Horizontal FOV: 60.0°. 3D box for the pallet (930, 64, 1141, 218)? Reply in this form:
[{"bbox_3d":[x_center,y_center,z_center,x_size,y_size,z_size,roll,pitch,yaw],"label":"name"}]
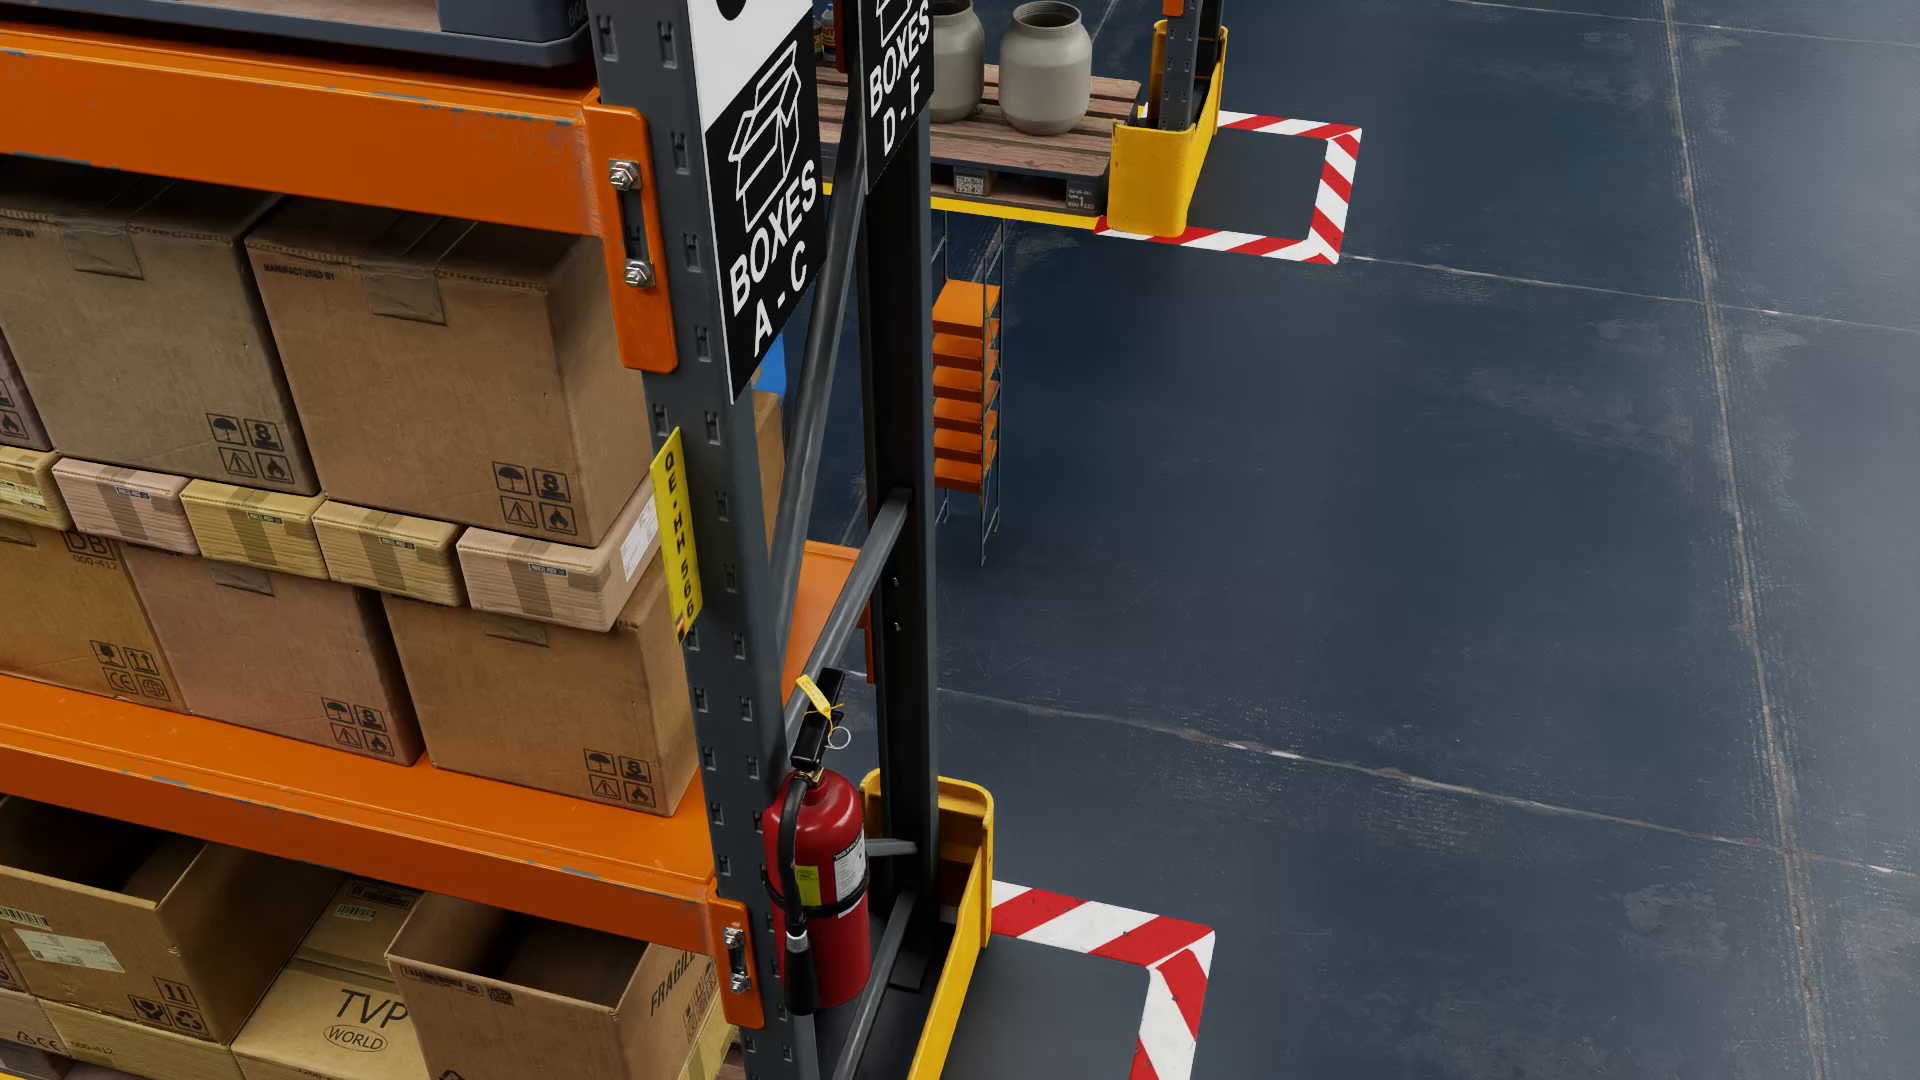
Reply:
[{"bbox_3d":[0.174,-1.934,7.889,1.213,0.211,1.003,10,41,11],"label":"pallet"}]

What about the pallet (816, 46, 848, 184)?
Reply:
[{"bbox_3d":[-1.001,-2.138,8.132,1.213,0.211,1.003,10,41,11],"label":"pallet"}]

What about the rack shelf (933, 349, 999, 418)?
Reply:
[{"bbox_3d":[0.014,-0.515,5.313,0.180,0.103,0.258,10,41,11],"label":"rack shelf"}]

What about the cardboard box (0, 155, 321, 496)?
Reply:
[{"bbox_3d":[-1.250,-0.517,2.946,0.500,0.500,0.700,9,41,10],"label":"cardboard box"}]

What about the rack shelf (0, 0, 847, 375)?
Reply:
[{"bbox_3d":[-2.173,-1.009,2.846,4.000,0.370,1.077,10,41,11],"label":"rack shelf"}]

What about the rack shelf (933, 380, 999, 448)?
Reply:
[{"bbox_3d":[0.014,-0.423,5.390,0.180,0.103,0.258,10,41,11],"label":"rack shelf"}]

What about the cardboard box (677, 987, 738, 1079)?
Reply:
[{"bbox_3d":[-0.836,1.183,3.820,0.500,0.250,0.500,10,41,11],"label":"cardboard box"}]

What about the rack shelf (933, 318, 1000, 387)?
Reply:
[{"bbox_3d":[0.014,-0.607,5.236,0.180,0.103,0.258,10,41,11],"label":"rack shelf"}]

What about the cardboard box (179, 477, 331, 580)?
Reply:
[{"bbox_3d":[-1.160,-0.120,2.979,0.250,0.149,0.380,9,41,11],"label":"cardboard box"}]

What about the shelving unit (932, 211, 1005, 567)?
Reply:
[{"bbox_3d":[0.014,-0.457,5.361,0.189,1.200,0.258,10,41,11],"label":"shelving unit"}]

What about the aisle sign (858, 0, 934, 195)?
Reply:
[{"bbox_3d":[-0.099,-0.978,2.561,0.004,0.787,0.394,10,41,11],"label":"aisle sign"}]

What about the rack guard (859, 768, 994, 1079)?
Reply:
[{"bbox_3d":[-0.218,1.158,3.983,0.348,0.500,1.175,10,41,11],"label":"rack guard"}]

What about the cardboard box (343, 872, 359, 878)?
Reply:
[{"bbox_3d":[-1.669,0.697,4.399,0.500,0.250,0.500,10,41,11],"label":"cardboard box"}]

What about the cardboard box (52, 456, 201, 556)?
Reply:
[{"bbox_3d":[-1.402,-0.163,3.030,0.250,0.149,0.380,10,41,12],"label":"cardboard box"}]

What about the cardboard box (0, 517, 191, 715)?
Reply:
[{"bbox_3d":[-1.676,-0.098,3.456,0.500,0.500,0.700,10,41,12],"label":"cardboard box"}]

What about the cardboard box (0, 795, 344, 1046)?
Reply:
[{"bbox_3d":[-1.806,0.740,3.765,0.500,0.500,0.500,10,41,11],"label":"cardboard box"}]

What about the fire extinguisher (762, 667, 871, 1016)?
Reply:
[{"bbox_3d":[-0.247,0.535,2.841,0.183,0.674,0.296,10,41,11],"label":"fire extinguisher"}]

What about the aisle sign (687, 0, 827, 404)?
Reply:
[{"bbox_3d":[-0.254,-0.605,2.117,0.004,0.787,0.394,10,41,11],"label":"aisle sign"}]

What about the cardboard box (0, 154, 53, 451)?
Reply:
[{"bbox_3d":[-1.737,-0.600,3.046,0.500,0.500,0.700,10,41,12],"label":"cardboard box"}]

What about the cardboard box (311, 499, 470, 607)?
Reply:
[{"bbox_3d":[-0.913,-0.078,2.928,0.250,0.149,0.380,11,41,13],"label":"cardboard box"}]

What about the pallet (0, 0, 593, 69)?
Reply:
[{"bbox_3d":[-0.918,-1.052,2.406,1.213,0.211,1.003,10,41,11],"label":"pallet"}]

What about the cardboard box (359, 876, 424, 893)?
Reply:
[{"bbox_3d":[-1.186,0.781,4.300,0.500,0.250,0.500,10,41,11],"label":"cardboard box"}]

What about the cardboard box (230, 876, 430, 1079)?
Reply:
[{"bbox_3d":[-1.322,1.108,3.910,0.500,0.250,0.500,10,41,11],"label":"cardboard box"}]

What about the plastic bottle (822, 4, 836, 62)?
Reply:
[{"bbox_3d":[-0.628,-2.499,8.172,0.097,0.271,0.097,0,40,0],"label":"plastic bottle"}]

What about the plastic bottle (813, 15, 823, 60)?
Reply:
[{"bbox_3d":[-0.728,-2.489,8.215,0.097,0.201,0.097,0,40,0],"label":"plastic bottle"}]

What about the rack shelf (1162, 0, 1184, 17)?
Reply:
[{"bbox_3d":[-0.889,-2.937,7.474,4.000,0.370,1.077,10,41,11],"label":"rack shelf"}]

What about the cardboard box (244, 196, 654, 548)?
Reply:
[{"bbox_3d":[-0.740,-0.433,2.846,0.500,0.500,0.700,10,41,12],"label":"cardboard box"}]

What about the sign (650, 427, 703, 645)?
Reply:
[{"bbox_3d":[-0.395,-0.003,2.336,0.005,0.325,0.100,10,41,11],"label":"sign"}]

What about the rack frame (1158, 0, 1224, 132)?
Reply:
[{"bbox_3d":[1.043,-2.880,6.847,0.127,3.000,1.000,10,41,11],"label":"rack frame"}]

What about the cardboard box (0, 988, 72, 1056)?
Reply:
[{"bbox_3d":[-2.288,0.941,4.108,0.500,0.250,0.500,10,41,11],"label":"cardboard box"}]

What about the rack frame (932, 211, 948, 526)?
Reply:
[{"bbox_3d":[-0.074,-0.472,5.379,0.006,1.200,0.240,10,41,11],"label":"rack frame"}]

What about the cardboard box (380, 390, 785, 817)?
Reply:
[{"bbox_3d":[-0.689,0.073,3.253,0.500,0.500,0.700,10,41,11],"label":"cardboard box"}]

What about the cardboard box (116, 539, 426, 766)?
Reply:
[{"bbox_3d":[-1.198,-0.011,3.353,0.500,0.500,0.700,11,41,13],"label":"cardboard box"}]

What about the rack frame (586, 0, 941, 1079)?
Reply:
[{"bbox_3d":[-0.241,0.197,3.183,0.127,3.000,1.000,10,41,11],"label":"rack frame"}]

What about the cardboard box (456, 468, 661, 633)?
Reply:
[{"bbox_3d":[-0.660,-0.035,2.877,0.250,0.149,0.380,9,41,11],"label":"cardboard box"}]

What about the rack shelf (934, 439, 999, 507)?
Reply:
[{"bbox_3d":[0.014,-0.239,5.544,0.180,0.103,0.258,10,41,11],"label":"rack shelf"}]

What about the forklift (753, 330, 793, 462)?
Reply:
[{"bbox_3d":[-2.142,-1.220,4.924,3.031,2.935,1.130,2,40,3],"label":"forklift"}]

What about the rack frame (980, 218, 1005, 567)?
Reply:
[{"bbox_3d":[0.102,-0.442,5.343,0.006,1.200,0.240,10,41,11],"label":"rack frame"}]

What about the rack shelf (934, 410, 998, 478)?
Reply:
[{"bbox_3d":[0.014,-0.331,5.467,0.180,0.103,0.258,10,41,11],"label":"rack shelf"}]

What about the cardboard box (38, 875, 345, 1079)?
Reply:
[{"bbox_3d":[-1.805,1.026,4.008,0.500,0.250,0.500,10,41,11],"label":"cardboard box"}]

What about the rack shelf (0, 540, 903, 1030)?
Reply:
[{"bbox_3d":[-2.173,0.140,3.811,4.000,0.370,1.077,10,41,11],"label":"rack shelf"}]

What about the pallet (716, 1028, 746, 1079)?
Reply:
[{"bbox_3d":[-0.991,1.163,4.201,1.213,0.211,1.003,10,41,11],"label":"pallet"}]

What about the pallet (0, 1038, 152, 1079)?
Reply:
[{"bbox_3d":[-2.166,0.959,4.444,1.213,0.211,1.003,10,41,11],"label":"pallet"}]

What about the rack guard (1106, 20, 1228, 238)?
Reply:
[{"bbox_3d":[0.957,-1.906,7.631,0.348,0.500,1.175,10,41,11],"label":"rack guard"}]

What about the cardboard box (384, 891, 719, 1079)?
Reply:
[{"bbox_3d":[-0.836,0.897,3.577,0.500,0.500,0.500,10,41,11],"label":"cardboard box"}]

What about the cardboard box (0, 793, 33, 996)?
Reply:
[{"bbox_3d":[-2.289,0.656,3.864,0.500,0.500,0.500,10,41,11],"label":"cardboard box"}]

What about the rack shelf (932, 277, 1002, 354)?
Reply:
[{"bbox_3d":[0.014,-0.699,5.158,0.180,0.103,0.258,10,41,11],"label":"rack shelf"}]

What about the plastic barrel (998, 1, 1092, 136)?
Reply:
[{"bbox_3d":[0.387,-2.150,7.586,0.421,0.512,0.421,0,40,0],"label":"plastic barrel"}]

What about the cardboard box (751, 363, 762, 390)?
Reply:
[{"bbox_3d":[-0.565,-0.289,3.180,0.250,0.149,0.380,9,41,11],"label":"cardboard box"}]

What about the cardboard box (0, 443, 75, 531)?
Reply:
[{"bbox_3d":[-1.656,-0.207,3.082,0.250,0.149,0.380,11,41,13],"label":"cardboard box"}]

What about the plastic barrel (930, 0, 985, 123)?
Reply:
[{"bbox_3d":[-0.097,-2.233,7.685,0.421,0.512,0.421,0,40,0],"label":"plastic barrel"}]
